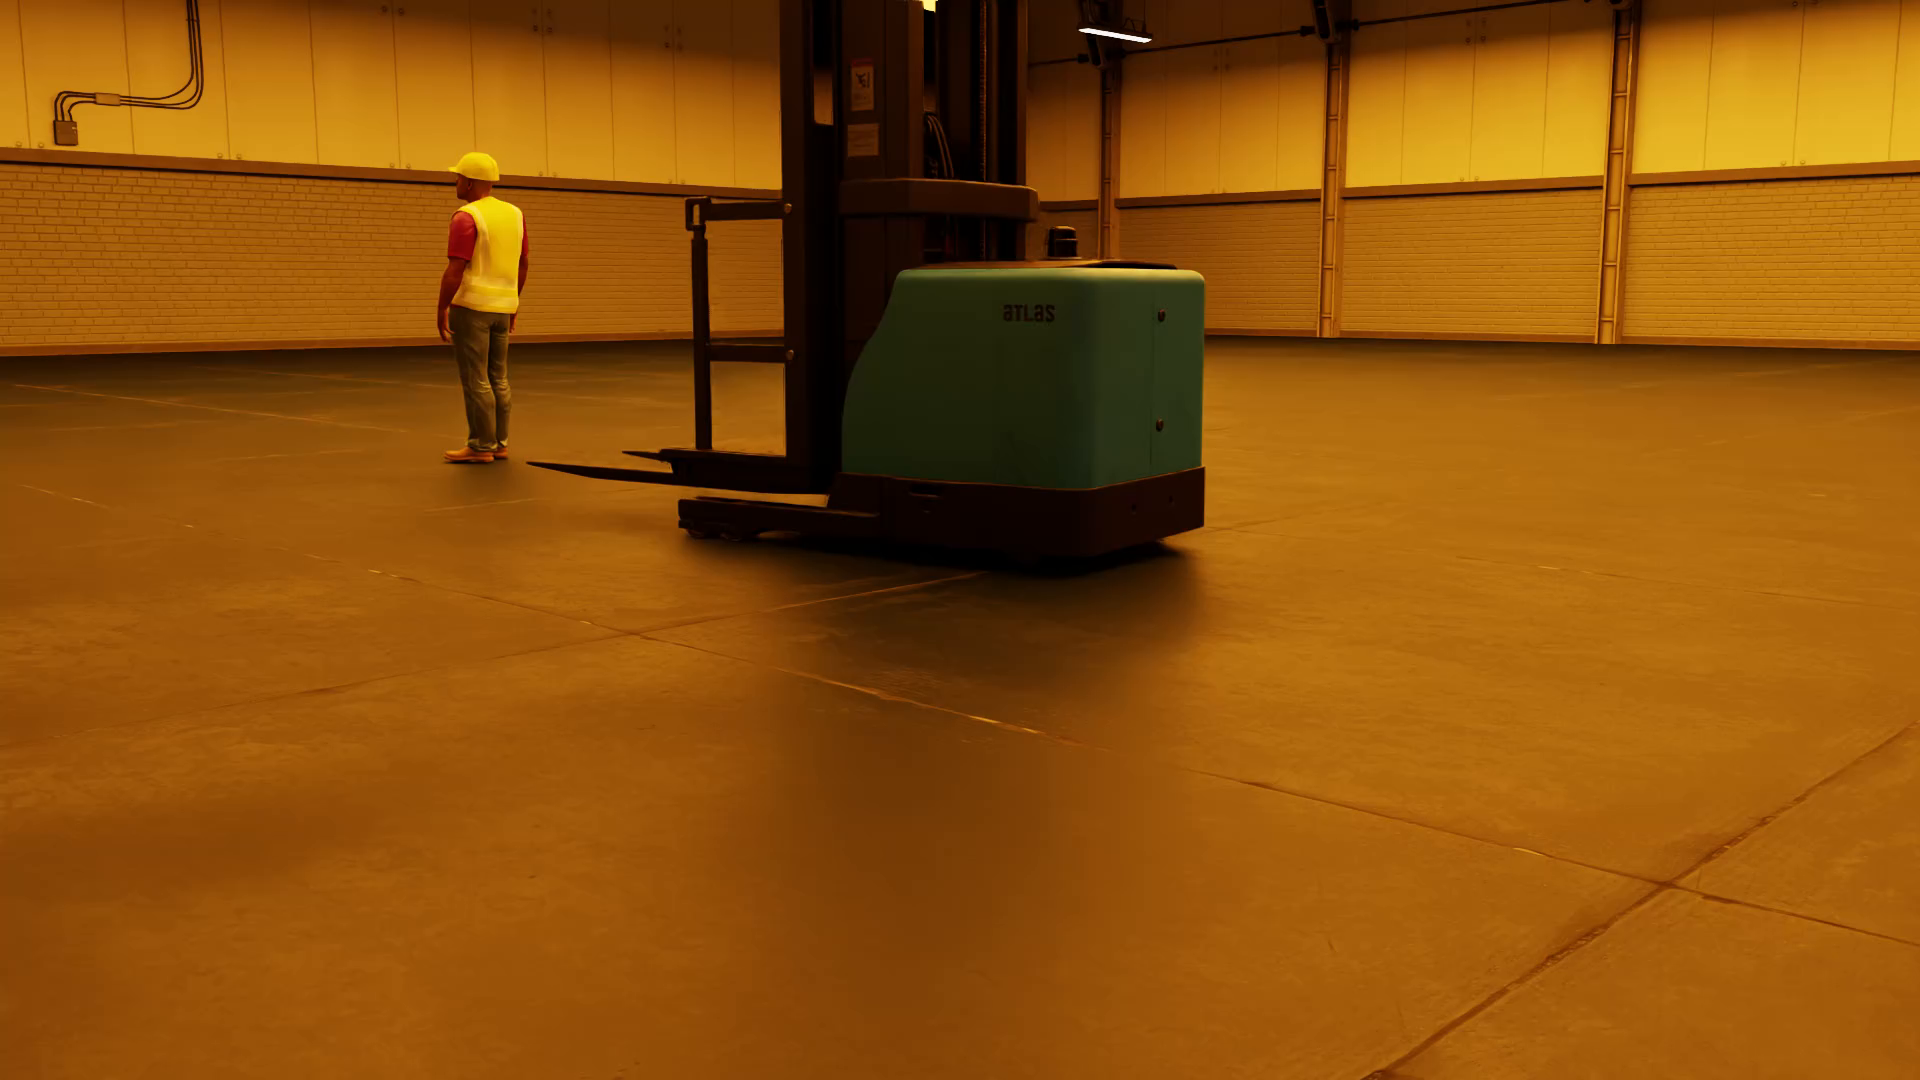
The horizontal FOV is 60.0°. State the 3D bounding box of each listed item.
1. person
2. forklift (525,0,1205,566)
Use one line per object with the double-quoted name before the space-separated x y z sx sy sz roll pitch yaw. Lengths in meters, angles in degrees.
"person" -2.827 -1.338 9.635 0.565 1.768 0.665 4 9 25
"forklift" -0.543 -1.500 6.837 3.031 2.935 1.130 6 10 33
